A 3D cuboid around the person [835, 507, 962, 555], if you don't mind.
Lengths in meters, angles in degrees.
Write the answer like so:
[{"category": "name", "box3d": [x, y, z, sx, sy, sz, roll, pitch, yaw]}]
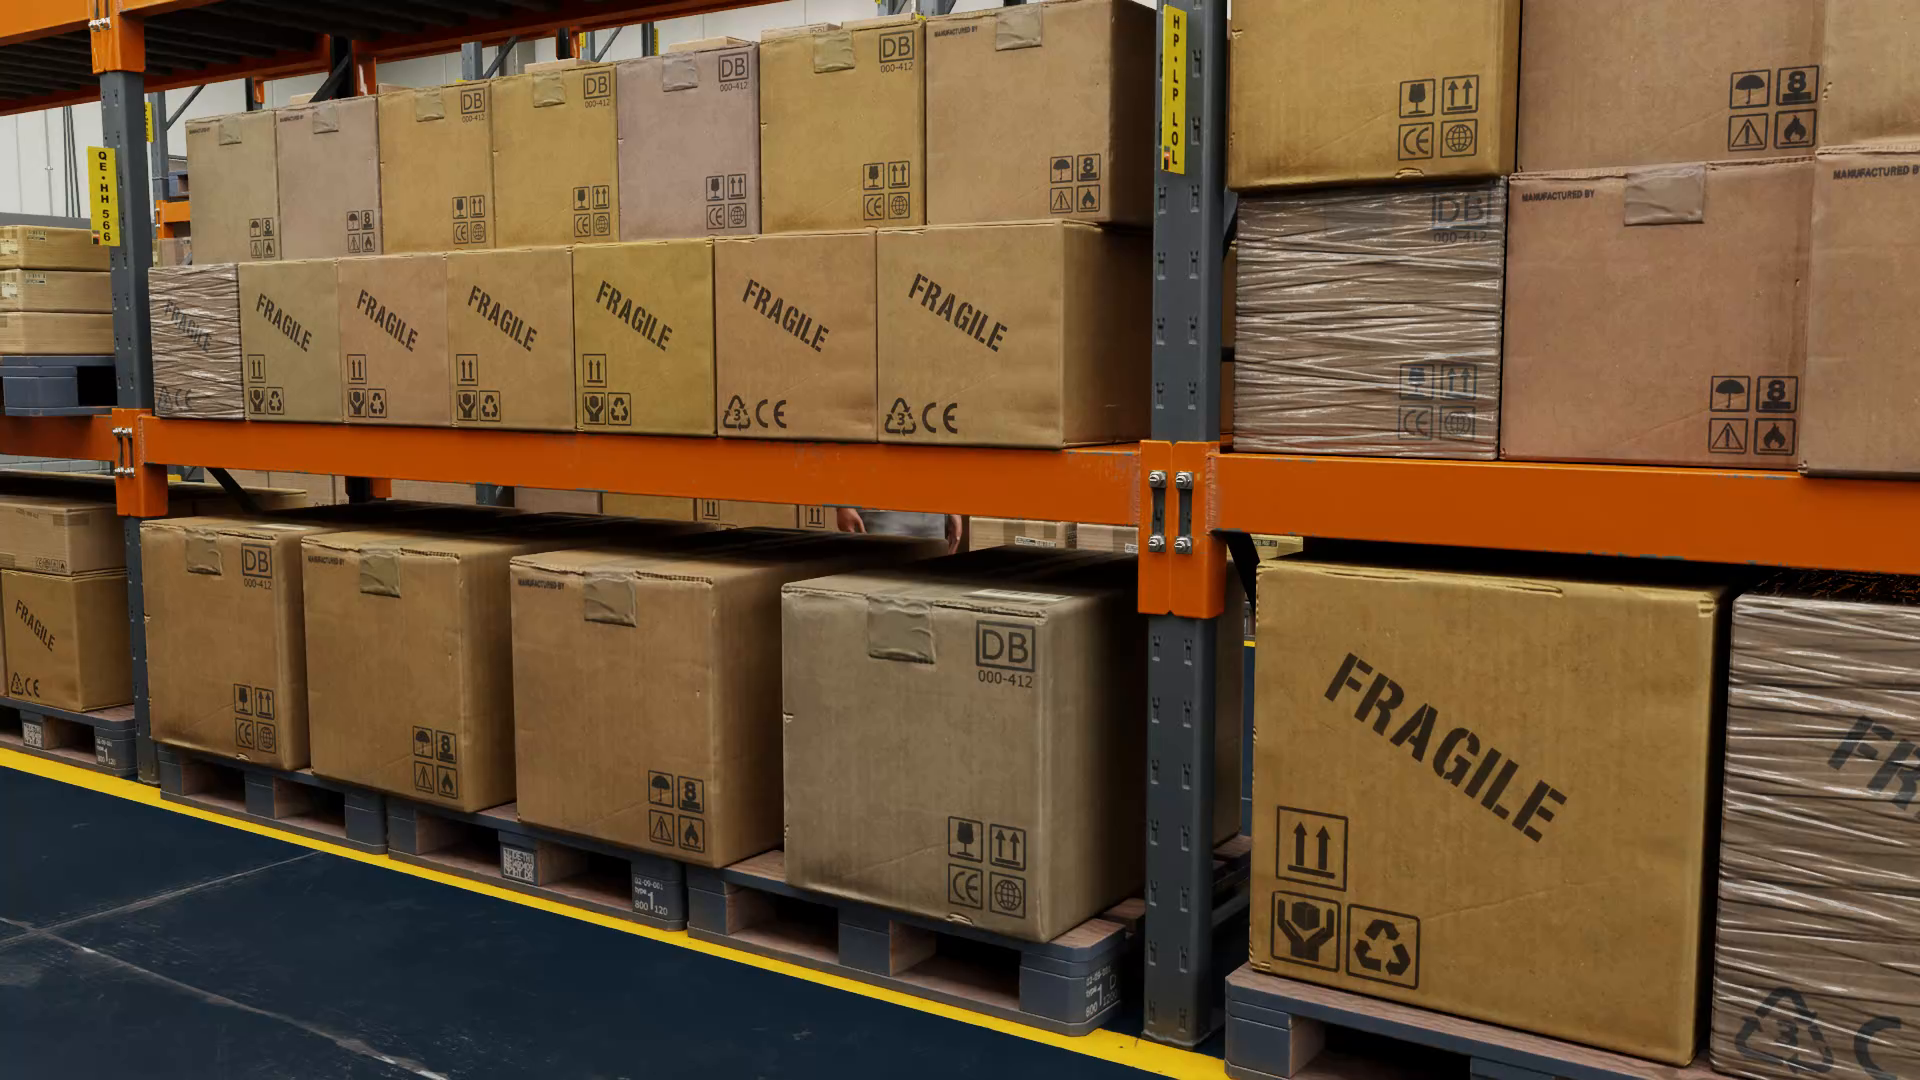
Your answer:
[{"category": "person", "box3d": [-0.201, -0.095, 6.382, 0.640, 1.779, 0.574, -6, 9, -44]}]
